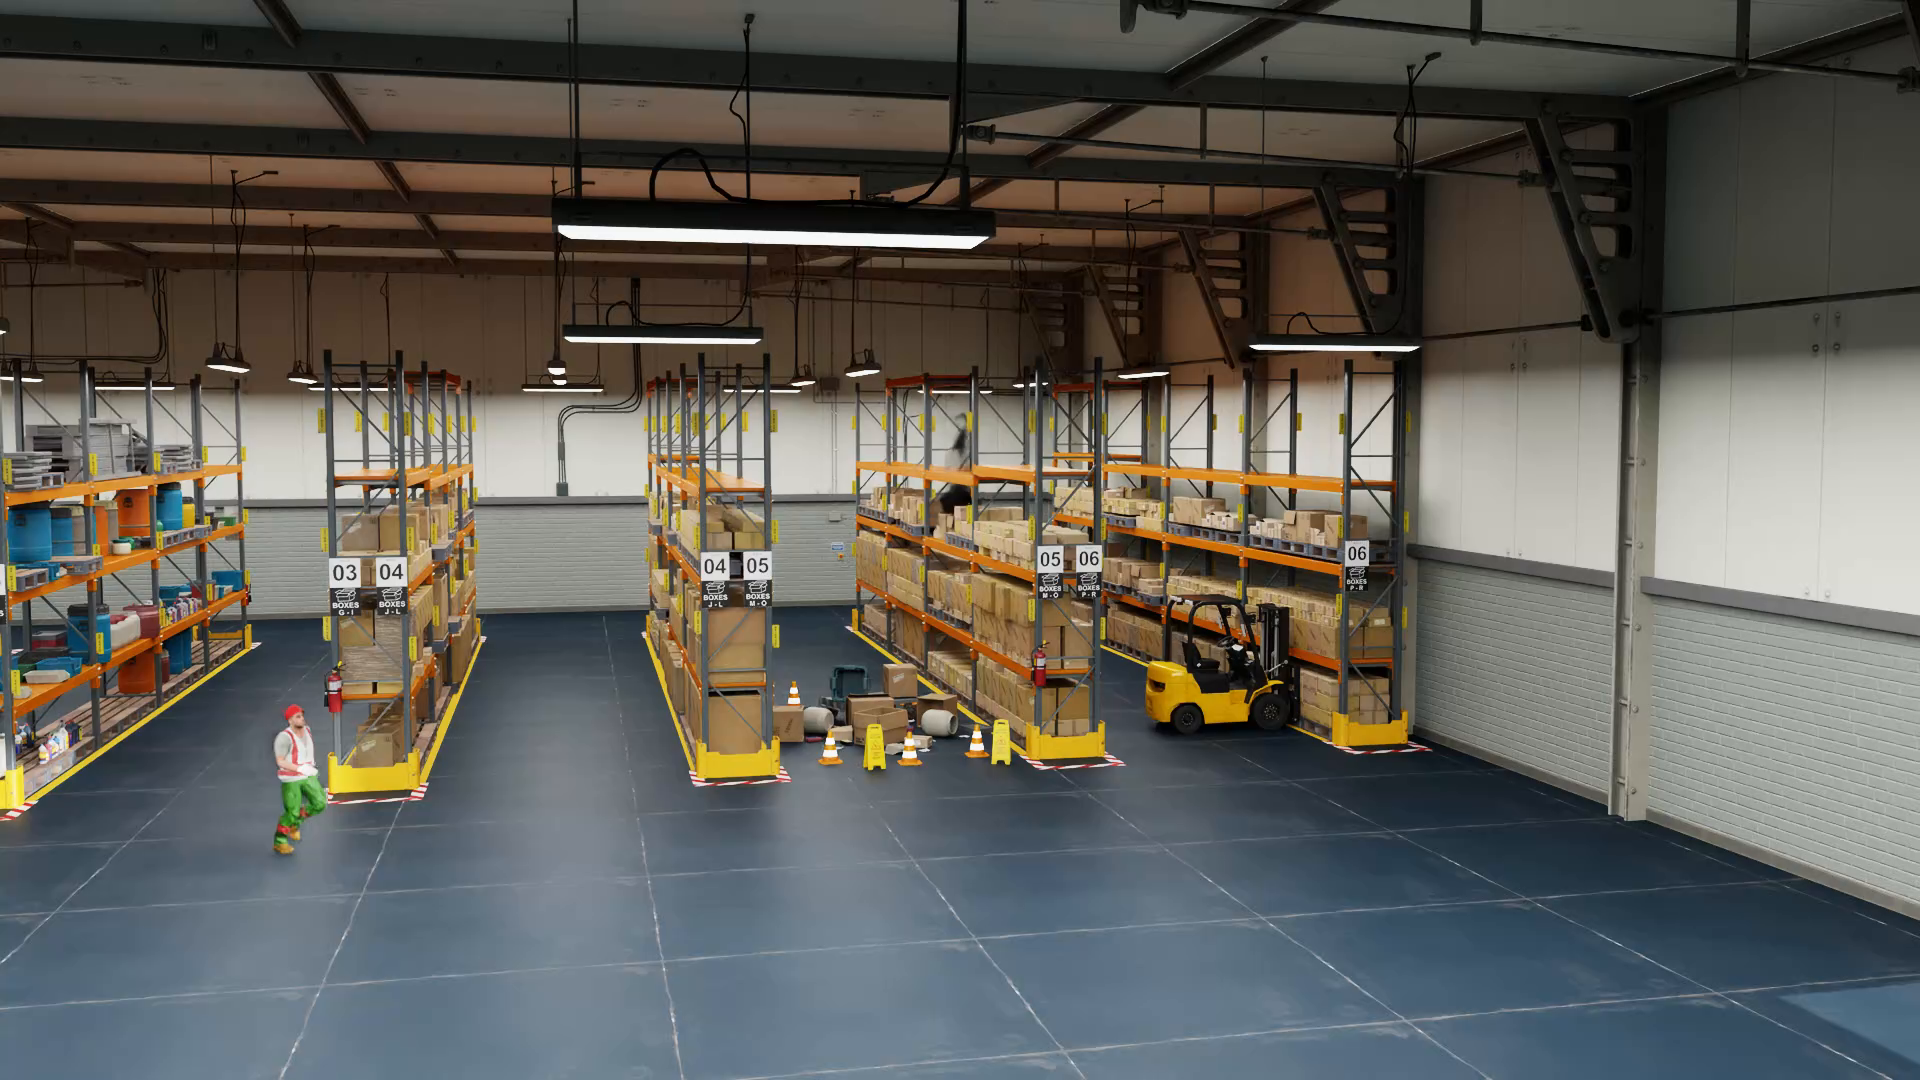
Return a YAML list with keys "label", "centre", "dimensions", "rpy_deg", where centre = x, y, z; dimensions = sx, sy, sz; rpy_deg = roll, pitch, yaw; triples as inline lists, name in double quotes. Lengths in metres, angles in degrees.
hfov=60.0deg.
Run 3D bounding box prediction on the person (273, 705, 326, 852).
- label: "person"
  centre: [-7.701, 2.778, 19.428]
  dimensions: [0.719, 1.737, 0.687]
  rpy_deg: [2, 4, 23]
